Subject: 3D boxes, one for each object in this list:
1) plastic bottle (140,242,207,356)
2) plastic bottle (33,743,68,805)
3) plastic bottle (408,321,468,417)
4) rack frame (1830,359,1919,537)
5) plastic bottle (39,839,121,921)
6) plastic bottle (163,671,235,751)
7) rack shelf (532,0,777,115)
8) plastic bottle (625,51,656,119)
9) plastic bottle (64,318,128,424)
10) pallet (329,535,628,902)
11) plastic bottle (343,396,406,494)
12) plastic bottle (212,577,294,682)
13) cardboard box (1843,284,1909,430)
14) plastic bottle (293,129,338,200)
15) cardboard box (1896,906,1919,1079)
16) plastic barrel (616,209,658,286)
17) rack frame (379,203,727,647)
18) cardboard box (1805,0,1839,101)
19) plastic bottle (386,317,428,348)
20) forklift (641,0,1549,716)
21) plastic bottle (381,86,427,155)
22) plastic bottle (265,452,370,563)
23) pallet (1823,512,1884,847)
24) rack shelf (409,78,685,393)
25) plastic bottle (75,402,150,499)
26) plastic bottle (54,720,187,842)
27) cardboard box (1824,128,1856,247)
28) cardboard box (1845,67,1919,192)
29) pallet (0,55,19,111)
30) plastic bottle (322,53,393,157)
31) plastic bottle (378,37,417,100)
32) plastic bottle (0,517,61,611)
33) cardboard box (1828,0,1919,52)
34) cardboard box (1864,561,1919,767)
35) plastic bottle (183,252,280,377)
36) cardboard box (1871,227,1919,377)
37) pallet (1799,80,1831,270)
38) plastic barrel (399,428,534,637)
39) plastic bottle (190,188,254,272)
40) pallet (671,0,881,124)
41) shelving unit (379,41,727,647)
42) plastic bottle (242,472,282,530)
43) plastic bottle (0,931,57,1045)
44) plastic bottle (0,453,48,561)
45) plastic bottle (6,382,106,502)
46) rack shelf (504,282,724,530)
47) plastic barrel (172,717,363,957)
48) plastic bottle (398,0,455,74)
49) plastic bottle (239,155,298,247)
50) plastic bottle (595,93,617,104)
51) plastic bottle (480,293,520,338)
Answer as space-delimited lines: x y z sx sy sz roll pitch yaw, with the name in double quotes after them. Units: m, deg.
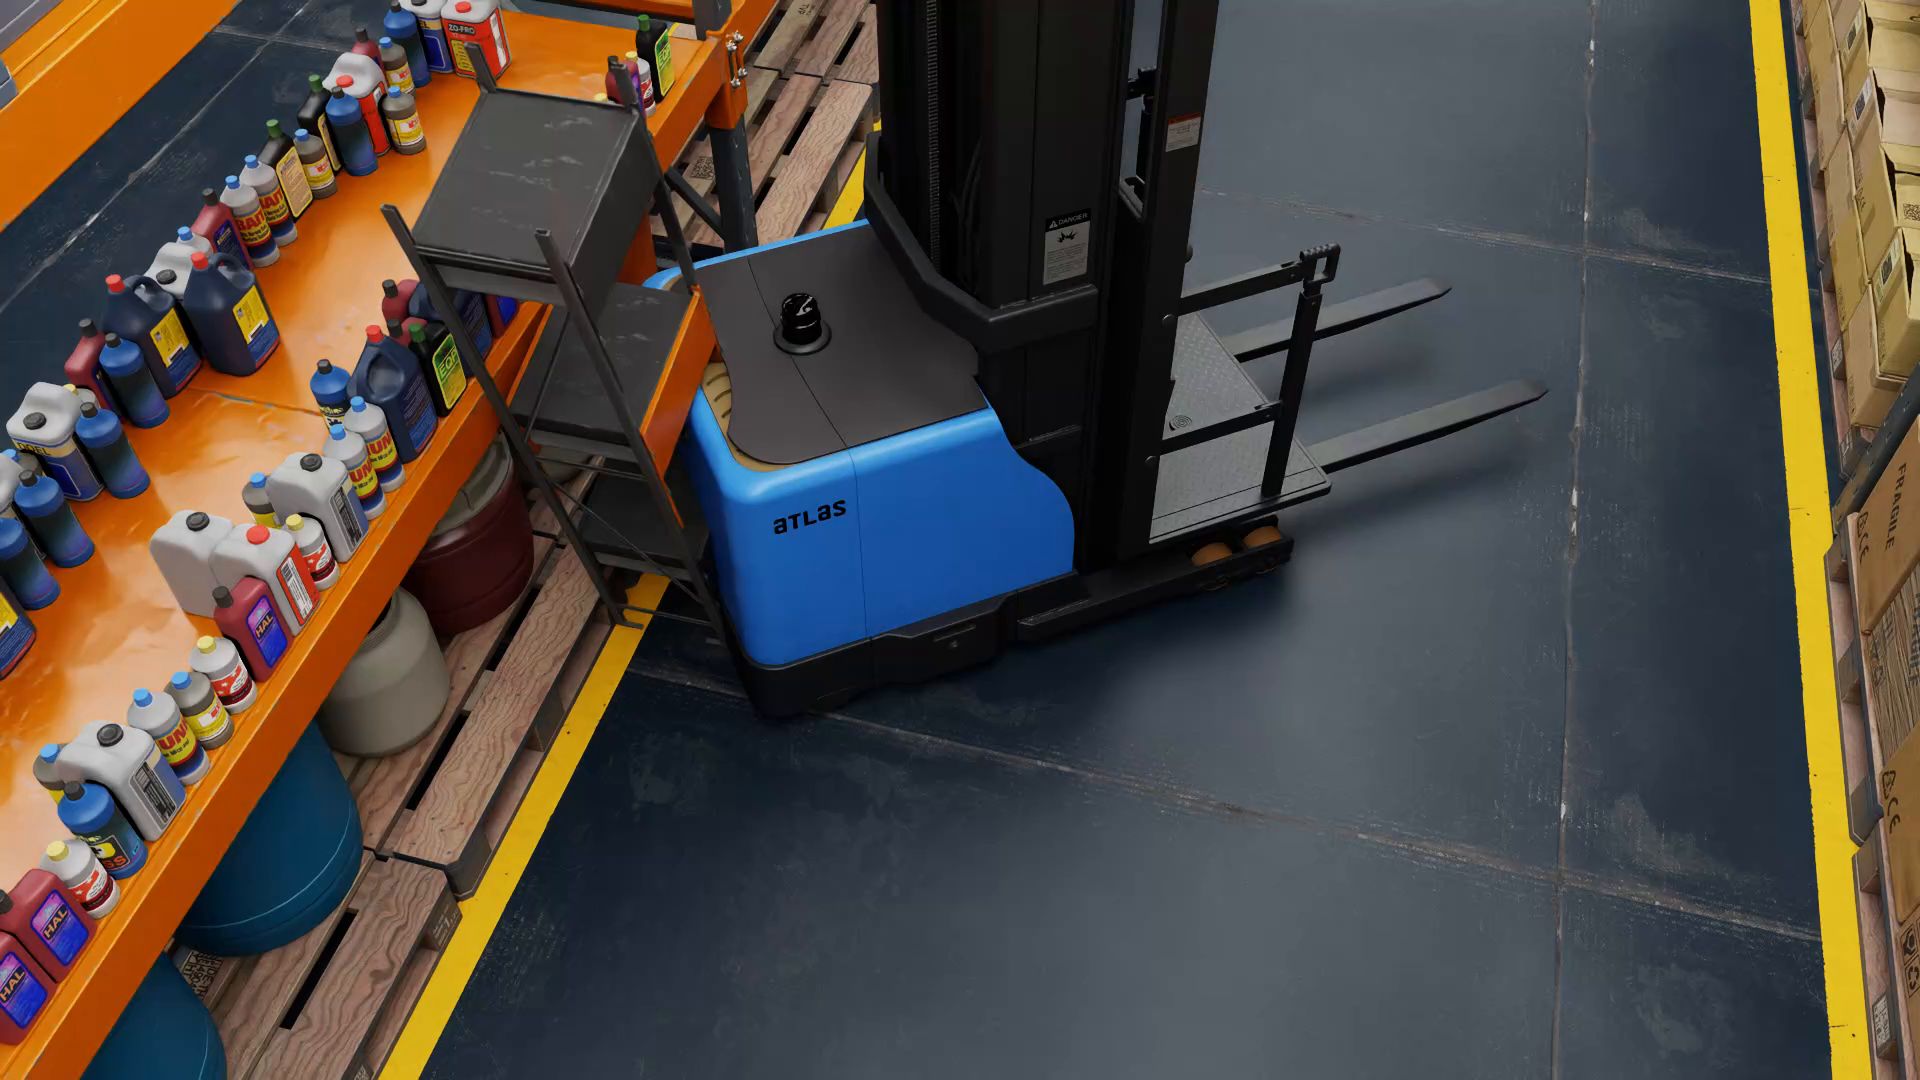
-2.046 -0.637 4.395 0.152 0.276 0.135 12 50 10 "plastic bottle"
-1.848 0.493 3.447 0.097 0.201 0.097 0 49 0 "plastic bottle"
-1.335 -0.458 4.232 0.061 0.283 0.133 12 50 10 "plastic bottle"
3.523 -0.950 4.588 1.000 3.000 0.127 12 50 10 "rack frame"
-1.752 0.664 3.296 0.097 0.201 0.097 0 49 0 "plastic bottle"
-1.640 0.355 3.568 0.097 0.201 0.097 0 49 0 "plastic bottle"
-0.729 -3.139 7.000 1.077 0.370 4.000 12 50 10 "rack shelf"
-0.998 -1.408 5.125 0.097 0.201 0.097 0 49 0 "plastic bottle"
-2.174 -0.418 4.196 0.061 0.283 0.133 12 50 10 "plastic bottle"
-1.746 0.450 5.212 1.003 0.211 1.213 12 50 10 "pallet"
-1.431 -0.241 4.048 0.097 0.271 0.097 0 49 0 "plastic bottle"
-1.566 0.178 3.670 0.061 0.283 0.133 12 50 10 "plastic bottle"
3.426 -0.608 5.840 0.500 0.250 0.500 13 50 11 "cardboard box"
-1.895 -1.106 4.858 0.097 0.201 0.097 0 49 0 "plastic bottle"
2.725 1.124 4.131 0.500 0.500 0.500 10 49 9 "cardboard box"
-1.368 -0.994 5.794 0.600 0.830 0.708 12 50 10 "plastic barrel"
-1.003 -0.193 4.518 0.400 2.100 0.015 11 63 10 "rack frame"
3.961 -2.085 7.144 0.500 0.250 0.500 10 49 9 "cardboard box"
-1.393 -0.470 4.242 0.061 0.283 0.133 12 50 10 "plastic bottle"
0.575 -1.150 4.810 3.031 2.935 1.130 -17 51 -15 "forklift"
-1.677 -1.270 5.003 0.097 0.201 0.097 0 49 0 "plastic bottle"
-1.514 -0.093 3.915 0.152 0.276 0.135 12 50 10 "plastic bottle"
3.290 0.505 5.164 1.003 0.211 1.213 12 50 10 "pallet"
-0.989 -0.730 4.026 0.431 0.518 0.480 11 63 10 "rack shelf"
-2.066 -0.227 4.035 0.097 0.271 0.097 0 49 0 "plastic bottle"
-1.722 0.479 3.409 0.152 0.276 0.135 12 50 10 "plastic bottle"
3.693 -1.345 6.490 0.500 0.250 0.500 13 50 11 "cardboard box"
3.689 -1.534 6.283 0.500 0.311 0.500 11 50 10 "cardboard box"
-2.196 -0.554 2.363 1.213 0.211 1.003 12 50 10 "pallet"
-1.803 -1.306 4.984 0.152 0.276 0.135 12 50 10 "plastic bottle"
-1.763 -1.467 5.176 0.097 0.201 0.097 0 49 0 "plastic bottle"
-2.162 0.038 3.801 0.097 0.271 0.097 0 49 0 "plastic bottle"
3.954 -2.273 6.935 0.500 0.311 0.500 10 49 9 "cardboard box"
2.995 0.384 4.784 0.500 0.500 0.500 10 49 9 "cardboard box"
-1.910 -0.615 4.325 0.144 0.351 0.185 12 50 10 "plastic bottle"
3.423 -0.793 5.629 0.500 0.311 0.500 13 50 11 "cardboard box"
4.100 -1.495 6.929 1.003 0.211 1.213 12 50 10 "pallet"
-1.665 -0.098 5.164 0.600 0.588 0.708 12 50 10 "plastic barrel"
-2.029 -0.816 4.547 0.061 0.283 0.133 12 50 10 "plastic bottle"
-0.691 -2.440 7.763 1.003 0.211 1.213 12 50 10 "pallet"
-0.943 -0.402 4.627 0.431 2.100 0.503 11 63 10 "shelving unit"
-1.639 -0.080 3.952 0.097 0.201 0.097 0 49 0 "plastic bottle"
-1.800 0.820 3.103 0.061 0.283 0.133 12 50 10 "plastic bottle"
-2.252 -0.072 3.895 0.152 0.276 0.135 12 50 10 "plastic bottle"
-2.191 -0.239 4.043 0.152 0.276 0.135 12 50 10 "plastic bottle"
-0.942 -0.396 4.639 0.431 0.518 0.480 11 63 10 "rack shelf"
-1.962 0.616 4.325 0.600 0.901 0.708 12 50 10 "plastic barrel"
-1.681 -1.640 5.280 0.152 0.276 0.135 12 50 10 "plastic bottle"
-1.955 -0.962 4.684 0.097 0.271 0.097 0 49 0 "plastic bottle"
-1.059 -1.241 4.977 0.097 0.201 0.097 0 49 0 "plastic bottle"
-1.251 -0.689 4.435 0.061 0.283 0.133 12 50 10 "plastic bottle"
